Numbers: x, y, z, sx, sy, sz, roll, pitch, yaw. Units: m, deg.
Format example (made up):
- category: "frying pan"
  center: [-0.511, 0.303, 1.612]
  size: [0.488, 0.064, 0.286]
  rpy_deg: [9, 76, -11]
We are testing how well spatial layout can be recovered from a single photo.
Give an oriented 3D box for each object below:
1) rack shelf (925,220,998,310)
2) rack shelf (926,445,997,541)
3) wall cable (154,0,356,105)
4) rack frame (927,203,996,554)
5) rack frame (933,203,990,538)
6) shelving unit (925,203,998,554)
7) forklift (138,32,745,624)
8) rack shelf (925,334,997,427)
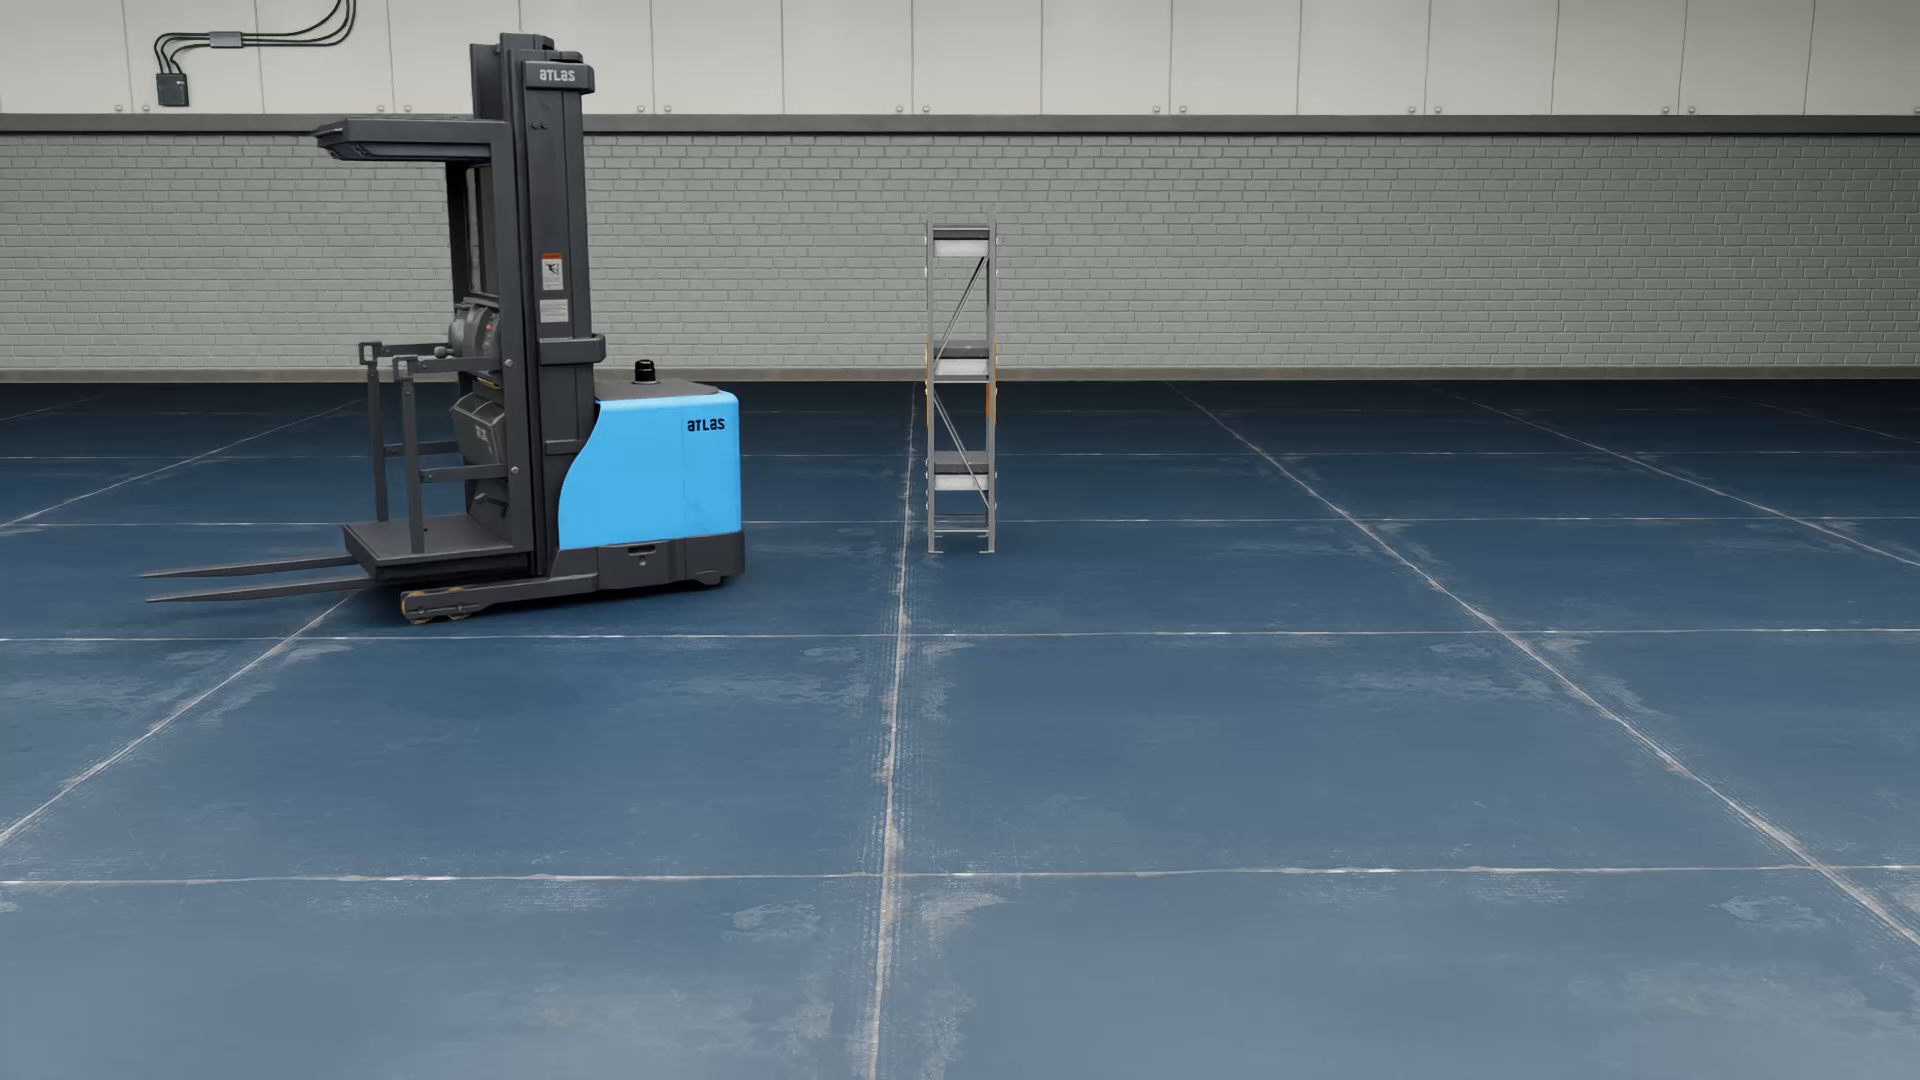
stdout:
- category: "rack shelf"
  center: [0.003, -1.669, 10.052]
  size: [0.431, 0.518, 0.480]
  rpy_deg: [0, 11, -1]
- category: "rack shelf"
  center: [0.003, -0.297, 10.330]
  size: [0.431, 0.518, 0.480]
  rpy_deg: [0, 11, -1]
- category: "wall cable"
  center: [-8.045, -7.946, 18.542]
  size: [2.305, 6.003, 0.169]
  rpy_deg: [0, 11, -1]
- category: "rack frame"
  center: [0.008, -0.948, 9.949]
  size: [0.400, 2.100, 0.015]
  rpy_deg: [0, 11, -1]
- category: "rack frame"
  center: [-0.002, -1.045, 10.427]
  size: [0.400, 2.100, 0.015]
  rpy_deg: [0, 11, -1]
- category: "shelving unit"
  center: [0.003, -0.996, 10.188]
  size: [0.431, 2.100, 0.503]
  rpy_deg: [0, 11, -1]
- category: "forklift"
  center: [-2.747, -1.128, 8.747]
  size: [3.031, 2.935, 1.130]
  rpy_deg: [-6, 13, -28]
- category: "rack shelf"
  center: [0.003, -0.983, 10.191]
  size: [0.431, 0.518, 0.480]
  rpy_deg: [0, 11, -1]
